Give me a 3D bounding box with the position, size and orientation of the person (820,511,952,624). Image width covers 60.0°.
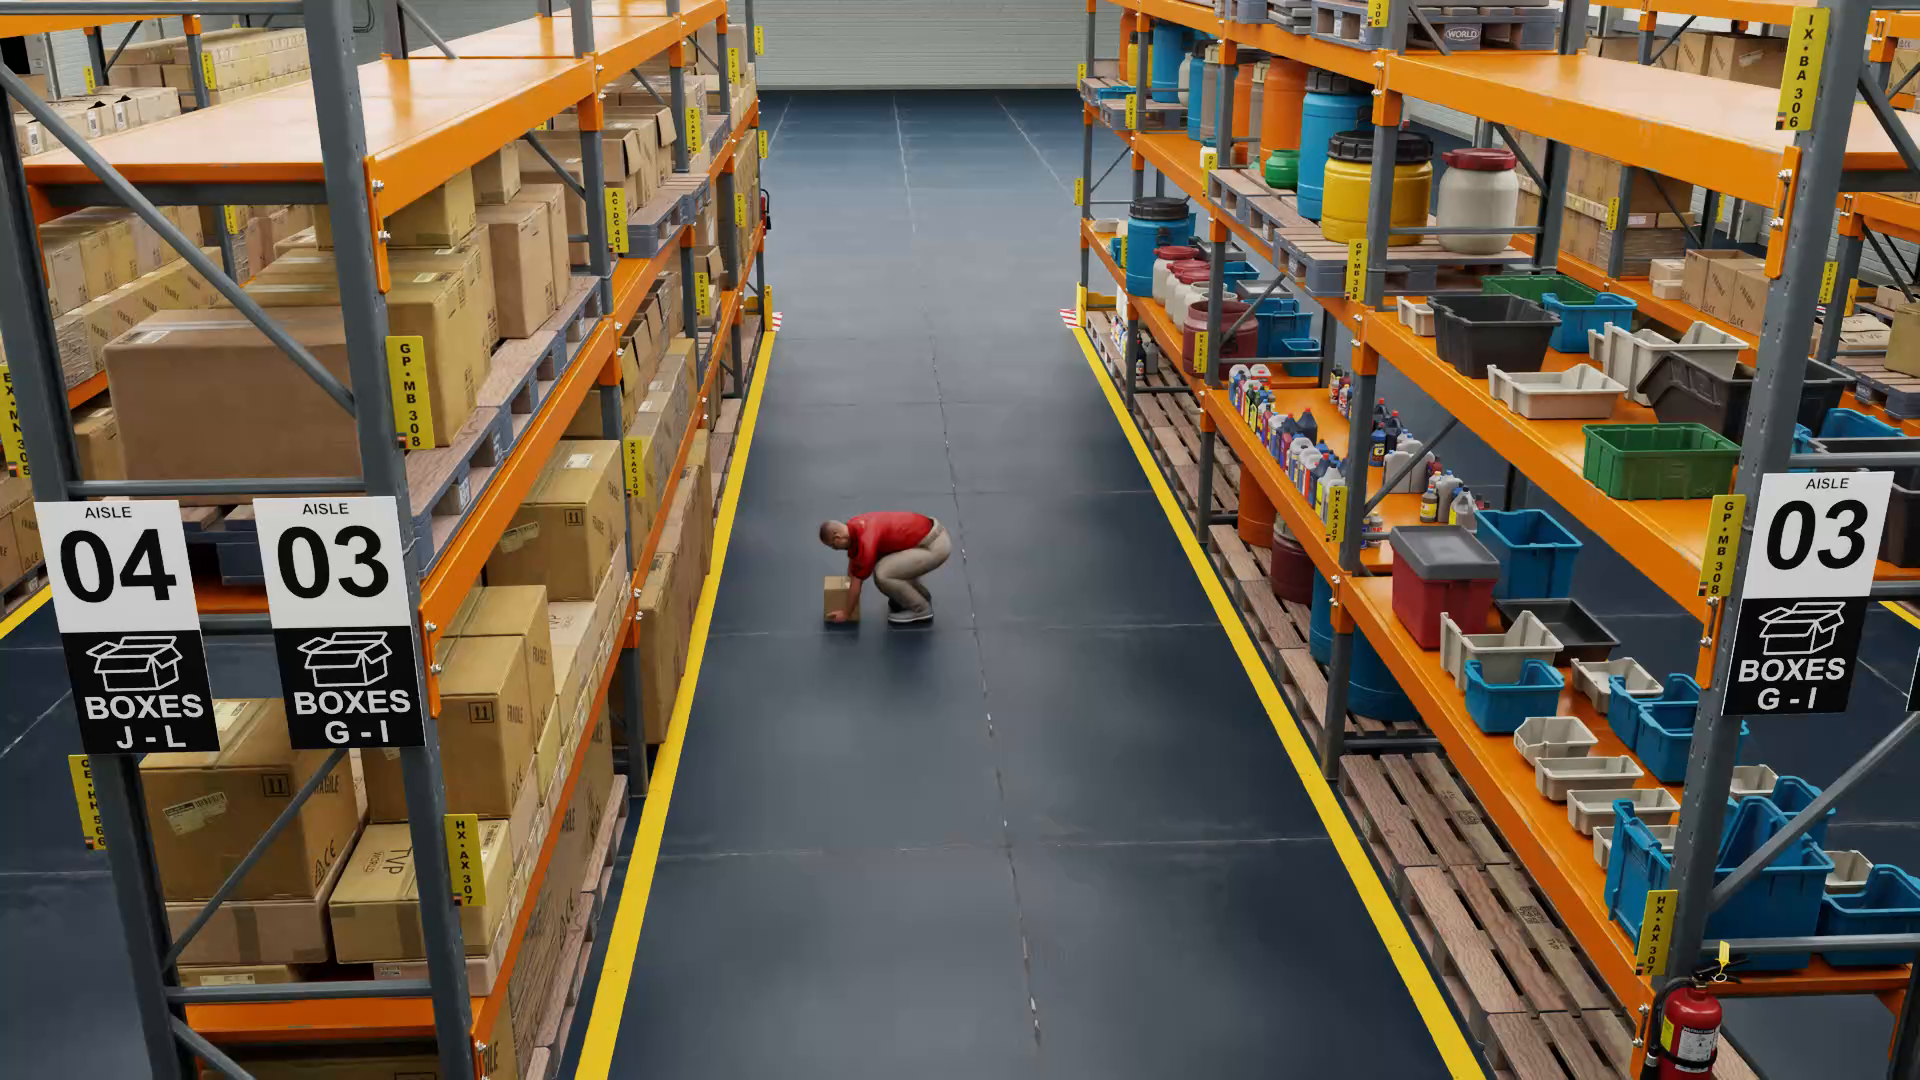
[{"bbox_3d":[-0.532,0.186,12.009,0.945,0.791,0.531,-2,20,-4],"label":"person"}]
